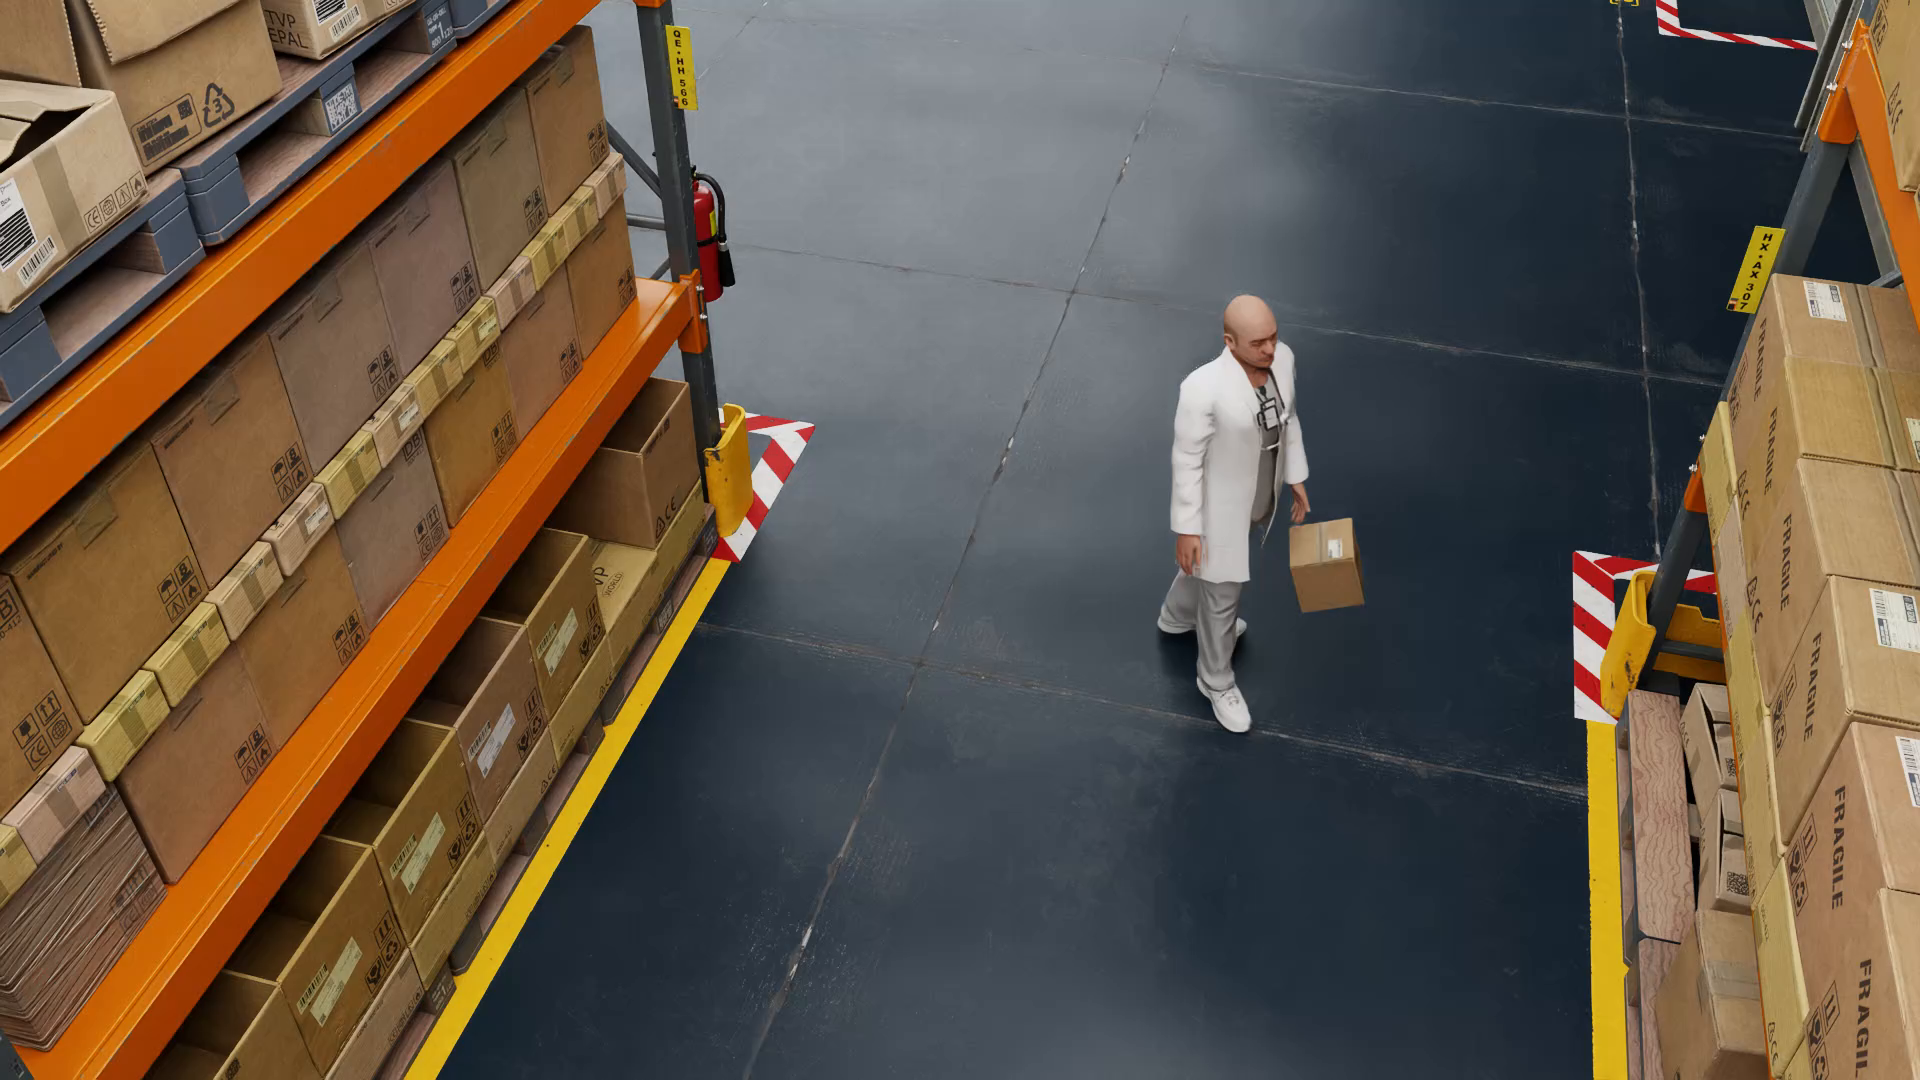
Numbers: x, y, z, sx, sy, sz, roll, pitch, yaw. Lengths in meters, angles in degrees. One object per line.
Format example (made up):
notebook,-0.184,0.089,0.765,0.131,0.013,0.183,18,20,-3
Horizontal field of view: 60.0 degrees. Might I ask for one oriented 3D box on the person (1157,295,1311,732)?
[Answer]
person,1.042,-0.131,6.319,0.660,1.776,0.678,-32,50,-31
